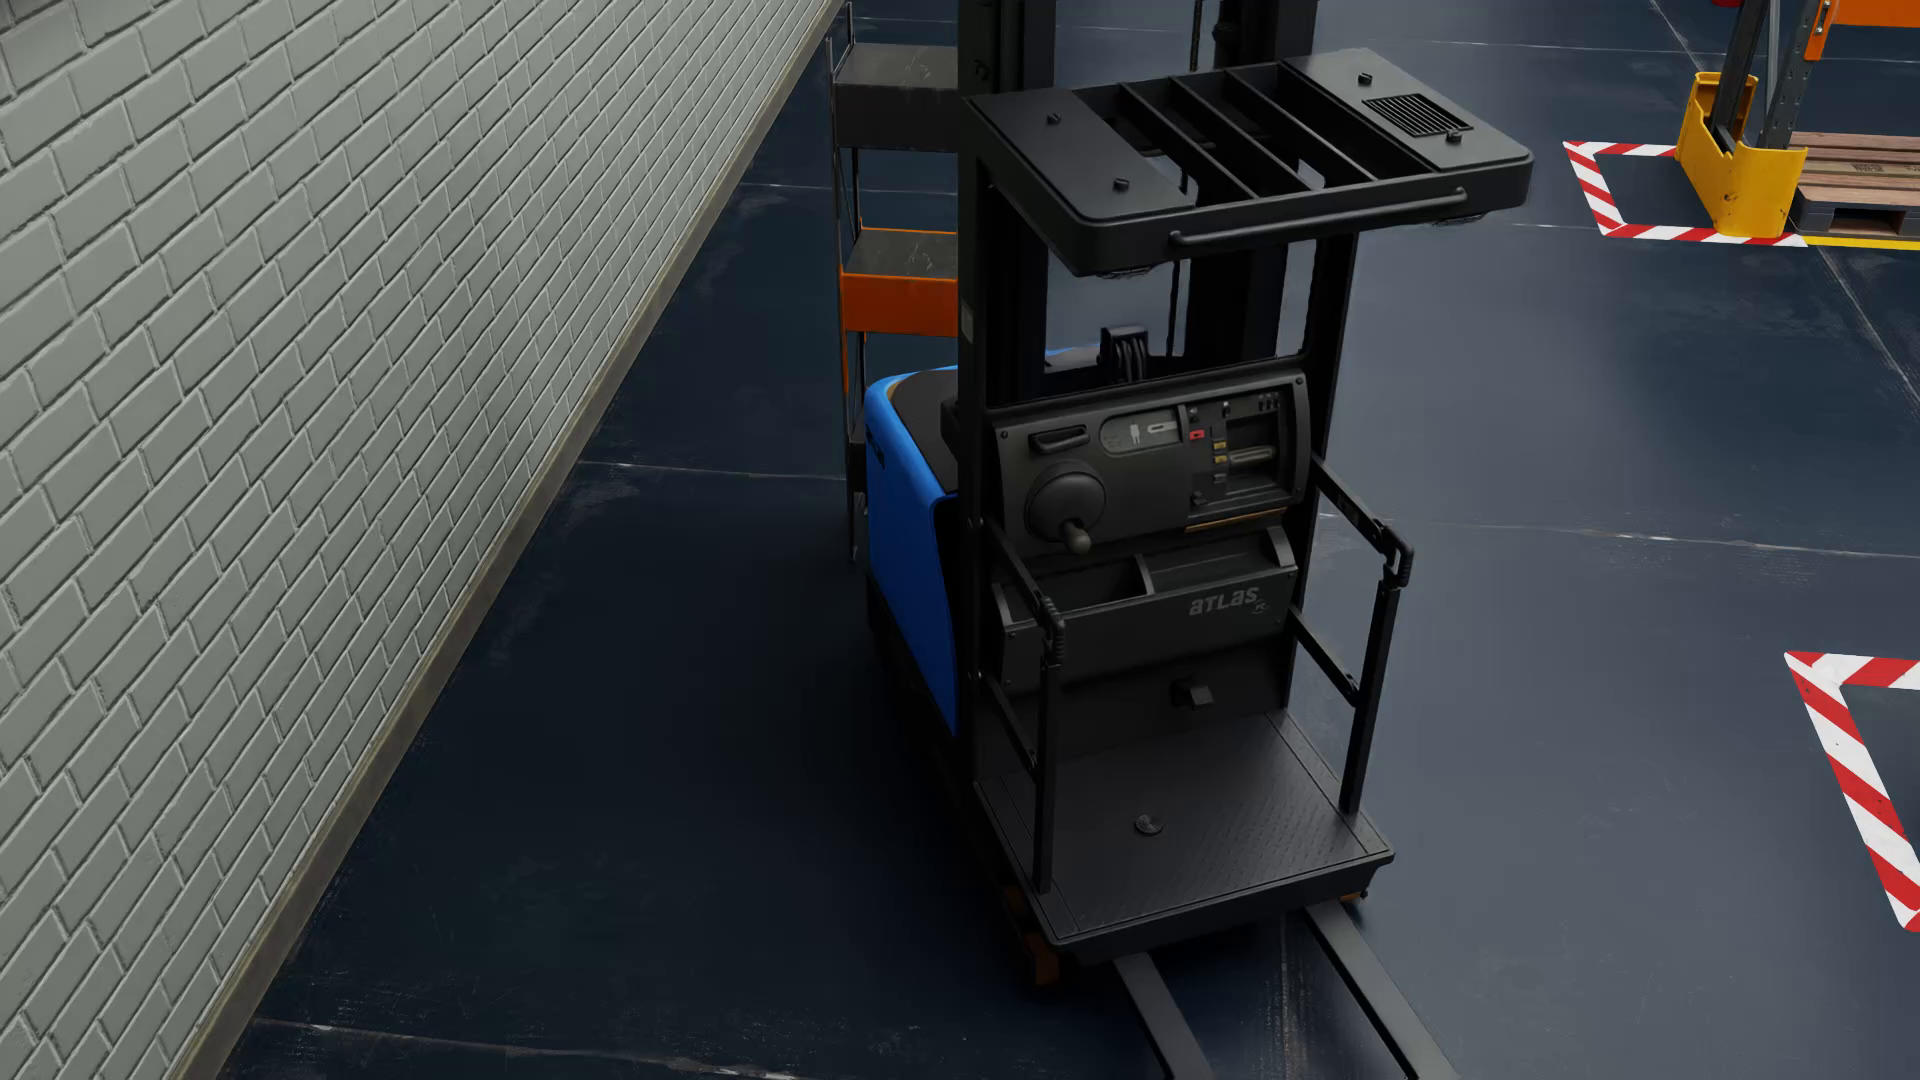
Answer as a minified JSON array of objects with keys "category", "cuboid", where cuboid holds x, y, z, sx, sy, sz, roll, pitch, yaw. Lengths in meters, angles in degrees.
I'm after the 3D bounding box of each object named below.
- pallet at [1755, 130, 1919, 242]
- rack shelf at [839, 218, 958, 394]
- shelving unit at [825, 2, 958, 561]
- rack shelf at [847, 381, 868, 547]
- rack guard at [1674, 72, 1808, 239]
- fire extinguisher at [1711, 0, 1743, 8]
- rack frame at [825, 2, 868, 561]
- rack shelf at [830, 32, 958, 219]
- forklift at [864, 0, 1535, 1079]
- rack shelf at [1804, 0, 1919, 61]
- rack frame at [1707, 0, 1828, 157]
[{"category":"pallet","cuboid":[5.224,-1.992,9.359,1.213,0.211,1.003,4,36,6]},{"category":"rack shelf","cuboid":[-0.164,-0.856,6.165,0.480,0.518,0.431,4,36,6]},{"category":"shelving unit","cuboid":[-0.164,-0.867,6.157,0.503,2.100,0.431,4,36,6]},{"category":"rack shelf","cuboid":[-0.164,-0.286,6.572,0.480,0.518,0.431,4,36,6]},{"category":"rack guard","cuboid":[4.385,-2.187,9.384,0.348,0.500,1.175,4,36,6]},{"category":"fire extinguisher","cuboid":[4.319,-3.300,9.179,0.183,0.674,0.296,4,36,6]},{"category":"rack frame","cuboid":[-0.406,-0.885,6.182,0.015,2.100,0.400,4,36,6]},{"category":"rack shelf","cuboid":[-0.164,-1.426,5.758,0.480,0.518,0.431,4,36,6]},{"category":"forklift","cuboid":[0.614,-0.148,4.434,1.130,2.935,3.031,-11,37,-15]},{"category":"rack shelf","cuboid":[6.395,-2.770,8.668,4.000,0.370,1.077,4,36,6]},{"category":"rack frame","cuboid":[4.411,-3.210,8.666,0.127,3.000,1.000,4,36,6]}]
